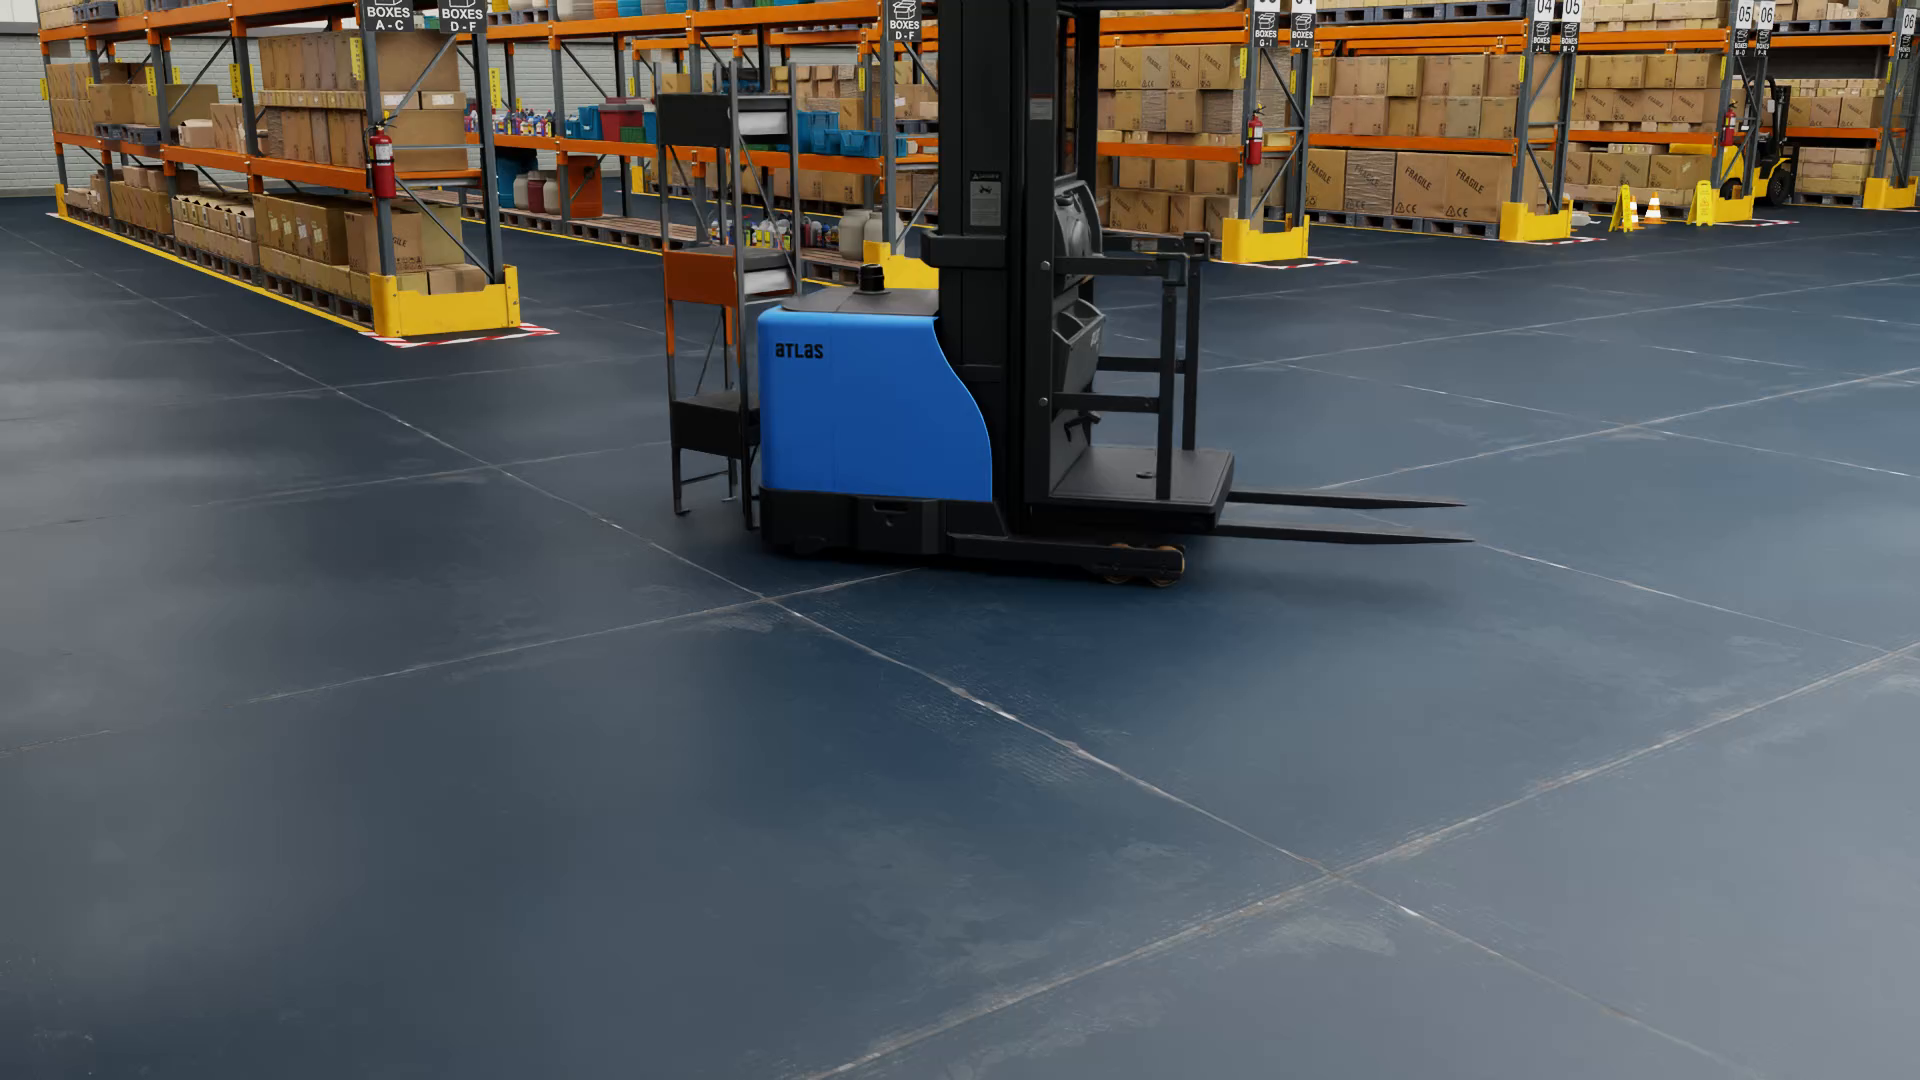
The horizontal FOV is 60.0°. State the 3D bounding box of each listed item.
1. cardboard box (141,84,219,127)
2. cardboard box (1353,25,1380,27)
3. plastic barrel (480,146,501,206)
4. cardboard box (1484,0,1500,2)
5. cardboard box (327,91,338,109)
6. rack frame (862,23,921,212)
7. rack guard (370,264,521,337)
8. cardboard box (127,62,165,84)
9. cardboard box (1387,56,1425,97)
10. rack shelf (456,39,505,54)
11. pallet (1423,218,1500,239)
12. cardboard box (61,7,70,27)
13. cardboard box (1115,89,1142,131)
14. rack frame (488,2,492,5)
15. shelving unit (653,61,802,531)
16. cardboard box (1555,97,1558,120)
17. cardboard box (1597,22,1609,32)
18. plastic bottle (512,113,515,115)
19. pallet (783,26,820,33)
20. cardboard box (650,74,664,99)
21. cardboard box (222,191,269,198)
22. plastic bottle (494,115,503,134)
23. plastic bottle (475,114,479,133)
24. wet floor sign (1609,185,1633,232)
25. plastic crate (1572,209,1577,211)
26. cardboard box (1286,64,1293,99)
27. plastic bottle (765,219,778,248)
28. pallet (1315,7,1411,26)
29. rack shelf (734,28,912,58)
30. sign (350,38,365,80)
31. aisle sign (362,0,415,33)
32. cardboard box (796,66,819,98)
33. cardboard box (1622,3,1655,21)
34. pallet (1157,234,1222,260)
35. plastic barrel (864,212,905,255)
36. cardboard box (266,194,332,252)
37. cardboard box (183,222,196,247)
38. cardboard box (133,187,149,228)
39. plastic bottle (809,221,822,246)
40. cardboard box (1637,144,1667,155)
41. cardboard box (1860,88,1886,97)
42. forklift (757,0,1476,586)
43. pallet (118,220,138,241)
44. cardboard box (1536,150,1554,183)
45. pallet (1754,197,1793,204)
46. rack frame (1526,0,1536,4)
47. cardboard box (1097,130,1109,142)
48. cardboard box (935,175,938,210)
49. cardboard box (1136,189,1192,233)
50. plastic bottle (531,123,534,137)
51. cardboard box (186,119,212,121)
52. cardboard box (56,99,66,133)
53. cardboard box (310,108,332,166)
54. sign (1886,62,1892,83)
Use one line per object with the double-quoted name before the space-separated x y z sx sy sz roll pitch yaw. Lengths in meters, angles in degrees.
"cardboard box" -9.509 -5.312 20.317 0.500 0.500 0.700 10 18 33
"cardboard box" 7.533 -9.310 30.039 0.700 0.500 0.500 -11 19 -35
"plastic barrel" -7.085 -5.638 25.672 0.600 0.901 0.708 -11 19 -35
"cardboard box" 7.125 -7.170 21.898 0.380 0.149 0.250 -11 19 -34
"cardboard box" -5.329 -3.869 14.613 0.380 0.149 0.250 -10 18 -33
"rack frame" -1.033 -6.481 25.573 1.000 3.000 0.127 -11 19 -35
"rack guard" -4.330 -2.025 14.028 1.175 0.500 0.348 -11 19 -35
"cardboard box" -11.449 -6.473 23.461 0.500 0.500 0.500 -10 18 -33
"cardboard box" 6.521 -6.536 23.445 0.875 0.550 0.500 -11 19 -35
"rack shelf" -8.567 -8.093 27.144 1.077 0.370 4.000 -11 19 -35
"pallet" 7.209 -4.335 23.013 1.003 0.211 1.213 -11 19 -35
"cardboard box" -12.487 -7.449 23.712 0.500 0.250 0.500 -11 19 -35
"cardboard box" 2.435 -5.396 20.857 0.875 0.500 0.500 -11 19 -35
"rack frame" -7.391 -9.460 25.093 1.000 3.000 0.127 -11 19 -35
"shelving unit" -1.059 -1.136 7.751 0.503 2.100 0.431 12 19 37
"cardboard box" 9.682 -7.116 27.140 0.500 0.500 0.500 -11 19 -35
"cardboard box" 10.228 -8.056 26.122 0.380 0.149 0.250 -11 19 -34
"plastic bottle" -6.898 -6.472 25.777 0.152 0.276 0.135 -11 19 -35
"pallet" -2.114 -8.204 26.545 1.003 0.211 1.213 -10 18 -32
"cardboard box" -5.379 -8.371 30.778 0.500 0.500 0.500 -11 19 -36
"cardboard box" -8.541 -4.017 19.923 0.500 0.311 0.500 -10 18 -33
"plastic bottle" -6.746 -6.101 24.421 0.152 0.276 0.135 -11 19 -35
"plastic bottle" -7.212 -6.270 25.039 0.152 0.276 0.135 -11 19 -35
"wet floor sign" 9.361 -4.687 23.477 0.232 0.644 0.267 14 21 42
"plastic crate" 9.595 -5.294 26.768 0.583 0.080 0.402 10 18 33
"cardboard box" 5.094 -7.011 25.425 0.700 0.500 0.500 -11 19 -35
"plastic bottle" -2.078 -3.385 18.446 0.144 0.351 0.185 -10 18 -32
"pallet" 5.863 -7.603 24.158 1.003 0.211 1.213 -11 19 -35
"rack shelf" -2.209 -8.008 26.833 1.077 0.370 4.000 -11 19 -35
"sign" -4.791 -3.827 13.236 0.100 0.325 0.005 -11 19 -35
"aisle sign" -4.543 -4.430 13.156 0.394 0.787 0.004 -11 19 -35
"cardboard box" -2.230 -7.453 27.037 0.797 0.503 0.637 -10 18 -33
"cardboard box" 10.565 -8.114 25.578 0.500 0.250 0.500 -10 18 -33
"pallet" 3.177 -3.623 20.413 1.003 0.211 1.213 -11 19 -35
"plastic barrel" -0.784 -3.135 17.266 0.421 0.512 0.421 0 15 0
"cardboard box" -6.376 -3.075 16.121 0.500 0.500 0.500 -11 19 -35
"cardboard box" -8.681 -3.556 19.299 0.500 0.250 0.500 -12 19 -36
"cardboard box" -10.405 -4.336 21.636 0.500 0.500 0.500 -12 19 -37
"plastic bottle" -1.680 -3.518 19.075 0.152 0.276 0.135 -10 18 -34
"cardboard box" 10.735 -6.060 25.800 0.380 0.149 0.250 -10 18 -33
"cardboard box" 15.269 -7.474 27.782 0.380 0.149 0.250 -11 19 -34
"forklift" 0.692 -1.377 7.054 3.031 2.935 1.130 4 16 13
"pallet" -10.891 -4.285 22.834 1.003 0.211 1.213 -11 19 -35
"cardboard box" 9.788 -6.123 27.257 0.500 0.500 0.500 -10 18 -32
"pallet" 14.503 -6.154 29.662 1.003 0.211 1.213 -11 19 -35
"rack frame" 7.743 -8.415 21.274 1.000 3.000 0.127 -11 19 -35
"cardboard box" 1.957 -5.150 21.186 0.380 0.149 0.250 -11 19 -35
"cardboard box" 0.053 -5.111 24.470 0.700 0.500 0.500 -9 18 -30
"cardboard box" 2.586 -4.164 21.049 0.500 0.500 0.500 -9 18 -29
"plastic bottle" -5.982 -5.776 23.372 0.097 0.201 0.097 0 15 0
"cardboard box" -8.869 -4.817 19.661 0.500 0.311 0.500 -10 18 -31
"cardboard box" -13.396 -6.456 25.291 0.500 0.500 0.500 -11 19 -35
"cardboard box" -5.521 -3.716 15.281 0.700 0.500 0.500 -10 18 -33
"sign" 15.253 -7.674 27.289 0.100 0.325 0.005 -11 19 -35
